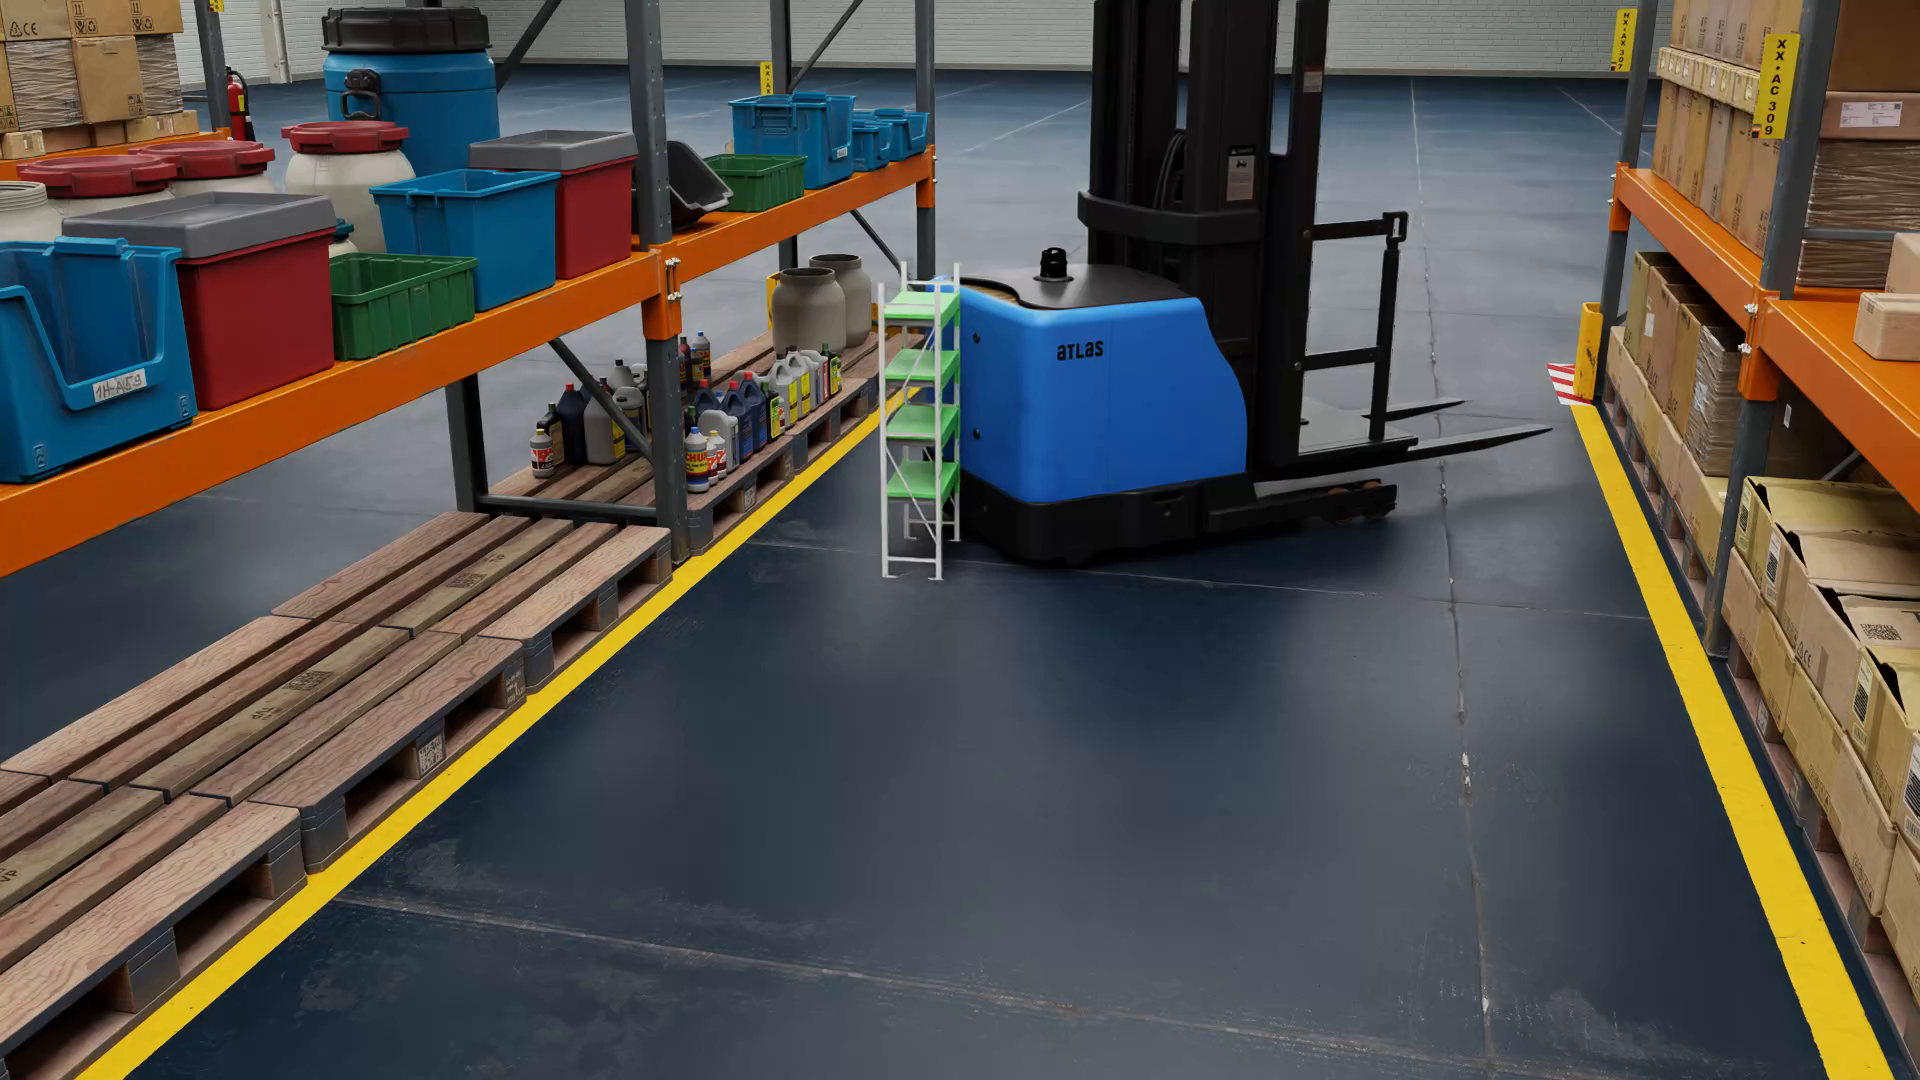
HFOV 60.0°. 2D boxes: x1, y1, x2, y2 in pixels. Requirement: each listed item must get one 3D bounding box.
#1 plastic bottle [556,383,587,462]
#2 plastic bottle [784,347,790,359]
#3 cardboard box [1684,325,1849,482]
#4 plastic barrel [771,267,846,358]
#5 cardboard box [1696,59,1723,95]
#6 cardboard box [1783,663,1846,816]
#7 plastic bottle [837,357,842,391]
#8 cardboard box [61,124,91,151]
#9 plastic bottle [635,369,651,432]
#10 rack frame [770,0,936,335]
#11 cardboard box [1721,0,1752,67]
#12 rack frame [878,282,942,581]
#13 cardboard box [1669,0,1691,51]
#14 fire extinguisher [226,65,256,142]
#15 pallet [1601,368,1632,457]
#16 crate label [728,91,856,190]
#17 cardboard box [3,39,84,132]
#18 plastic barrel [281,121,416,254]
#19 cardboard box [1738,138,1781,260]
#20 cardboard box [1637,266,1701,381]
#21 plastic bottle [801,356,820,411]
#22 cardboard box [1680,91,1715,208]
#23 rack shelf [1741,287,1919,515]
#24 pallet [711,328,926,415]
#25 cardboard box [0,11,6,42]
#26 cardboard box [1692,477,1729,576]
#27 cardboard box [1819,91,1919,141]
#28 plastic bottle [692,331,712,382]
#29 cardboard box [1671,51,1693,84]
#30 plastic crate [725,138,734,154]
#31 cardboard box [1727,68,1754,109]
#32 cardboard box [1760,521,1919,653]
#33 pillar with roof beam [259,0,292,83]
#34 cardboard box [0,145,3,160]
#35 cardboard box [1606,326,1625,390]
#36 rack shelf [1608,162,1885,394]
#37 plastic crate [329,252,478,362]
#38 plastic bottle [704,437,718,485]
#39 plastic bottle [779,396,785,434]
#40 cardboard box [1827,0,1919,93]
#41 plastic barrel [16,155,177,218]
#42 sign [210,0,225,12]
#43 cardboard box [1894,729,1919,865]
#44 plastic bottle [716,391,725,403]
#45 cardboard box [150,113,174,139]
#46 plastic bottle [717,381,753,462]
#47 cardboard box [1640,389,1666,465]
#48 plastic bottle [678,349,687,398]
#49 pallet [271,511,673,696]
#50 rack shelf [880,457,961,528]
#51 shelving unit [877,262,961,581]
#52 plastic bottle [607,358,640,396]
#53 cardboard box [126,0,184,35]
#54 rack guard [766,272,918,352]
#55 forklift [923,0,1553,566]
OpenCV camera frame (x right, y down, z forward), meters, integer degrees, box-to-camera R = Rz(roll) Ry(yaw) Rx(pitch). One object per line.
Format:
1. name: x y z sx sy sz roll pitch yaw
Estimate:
1. plastic bottle: -1.752 -0.545 7.561 0.144 0.351 0.185 4 19 12
2. plastic bottle: -0.868 -0.864 8.598 0.061 0.283 0.133 5 19 13
3. cardboard box: 3.207 -0.545 6.585 0.500 0.500 0.500 5 19 13
4. plastic barrel: -0.862 -1.272 9.470 0.421 0.512 0.421 0 19 0
5. cardboard box: 3.532 -2.072 7.455 0.380 0.149 0.250 4 19 13
6. cardboard box: 2.583 0.558 4.517 0.500 0.250 0.500 4 19 12
7. plastic bottle: -0.676 -0.894 8.812 0.097 0.201 0.097 0 19 0
8. cardboard box: -5.575 -2.474 10.177 0.380 0.149 0.250 5 19 13
9. plastic bottle: -1.521 -0.675 8.044 0.061 0.283 0.133 5 19 13
10. rack frame: -0.653 -2.620 10.217 1.000 3.000 0.127 5 19 13
11. cardboard box: 3.642 -2.247 6.962 0.700 0.500 0.500 5 19 13
12. rack frame: -0.194 -0.410 6.531 0.240 1.200 0.015 3 19 8
13. cardboard box: 4.010 -2.727 8.369 0.700 0.500 0.500 5 19 14
14. fire extinguisher: -4.981 -2.974 11.373 0.296 0.674 0.183 5 19 13
15. pallet: 4.003 -0.665 8.808 1.003 0.211 1.213 5 19 13
16. crate label: -0.840 -2.038 8.460 0.502 0.435 0.616 5 19 13
17. cardboard box: -5.786 -2.709 9.864 0.875 0.500 0.500 5 19 13
18. plastic barrel: -2.076 -1.148 5.697 0.433 0.535 0.433 0 19 0
19. cardboard box: 3.397 -1.326 6.276 0.700 0.500 0.500 4 19 13
20. cardboard box: 3.573 -1.015 7.962 0.500 0.500 0.500 5 19 13
21. plastic bottle: -0.798 -0.809 8.447 0.152 0.276 0.135 4 19 12
22. cardboard box: 3.773 -1.809 7.689 0.700 0.500 0.500 5 19 14
23. rack shelf: 2.684 -0.006 3.679 1.077 0.370 4.000 5 19 13
24. pallet: -0.829 -1.019 9.843 1.003 0.211 1.213 5 19 13
25. cardboard box: -5.722 -3.011 9.199 0.500 0.500 0.500 5 19 13
26. cardboard box: 3.074 -0.034 6.250 0.500 0.250 0.500 5 19 13
27. cardboard box: 3.031 -1.430 5.576 0.380 0.149 0.250 5 19 13
28. plastic bottle: -1.398 -0.993 8.995 0.097 0.271 0.097 0 19 0
29. cardboard box: 3.721 -2.315 8.166 0.380 0.149 0.250 5 19 14
30. plastic crate: -1.183 -2.240 9.513 0.298 0.136 0.250 5 19 13
31. cardboard box: 3.343 -1.828 6.741 0.380 0.149 0.250 5 20 15
32. cardboard box: 2.702 0.130 4.904 0.500 0.311 0.500 4 19 13
33. pillar with roof beam: -10.885 -14.059 34.426 9.100 9.000 0.400 5 19 13
34. cardboard box: -5.718 -2.235 9.480 0.380 0.149 0.250 5 19 13
35. cardboard box: 3.803 -0.975 9.004 0.500 0.250 0.500 5 19 13
36. rack shelf: 3.661 -1.260 7.349 1.077 0.370 4.000 5 19 13
37. plastic crate: -1.782 -0.698 4.917 0.450 0.188 0.662 5 19 13
38. plastic bottle: -1.102 -0.347 7.212 0.097 0.201 0.097 0 19 0
39. plastic bottle: -0.892 -0.616 8.000 0.097 0.201 0.097 0 19 0
40. cardboard box: 3.275 -1.775 5.581 0.700 0.500 0.500 5 19 14
41. plastic barrel: -2.361 -0.782 4.627 0.433 0.535 0.433 0 19 0
42. sign: -4.922 -3.658 10.977 0.100 0.325 0.005 5 19 13
43. cardboard box: 2.331 0.612 3.492 0.500 0.311 0.500 5 19 13
44. plastic bottle: -1.112 -0.558 7.722 0.097 0.271 0.097 0 19 0
45. cardboard box: -5.387 -2.708 10.864 0.380 0.149 0.250 5 19 13
46. plastic bottle: -1.030 -0.541 7.548 0.144 0.351 0.185 5 20 15
47. cardboard box: 3.435 -0.504 7.628 0.500 0.250 0.500 5 19 13
48. plastic bottle: -1.482 -0.886 8.681 0.097 0.271 0.097 0 19 0
49. pallet: -1.784 0.203 6.268 1.003 0.211 1.213 5 19 13
50. rack shelf: -0.158 -0.200 6.858 0.258 0.148 0.480 3 19 8
51. shelving unit: -0.158 -0.488 6.760 0.258 1.200 0.503 3 19 8
52. plastic bottle: -1.626 -0.707 8.034 0.144 0.351 0.185 5 19 13
53. cardboard box: -5.350 -3.480 10.575 0.500 0.500 0.500 5 19 13
54. rack guard: -0.626 -1.409 10.541 1.175 0.500 0.348 5 19 13
55. forklift: 1.387 -1.595 7.321 3.031 2.935 1.130 -9 21 -25
